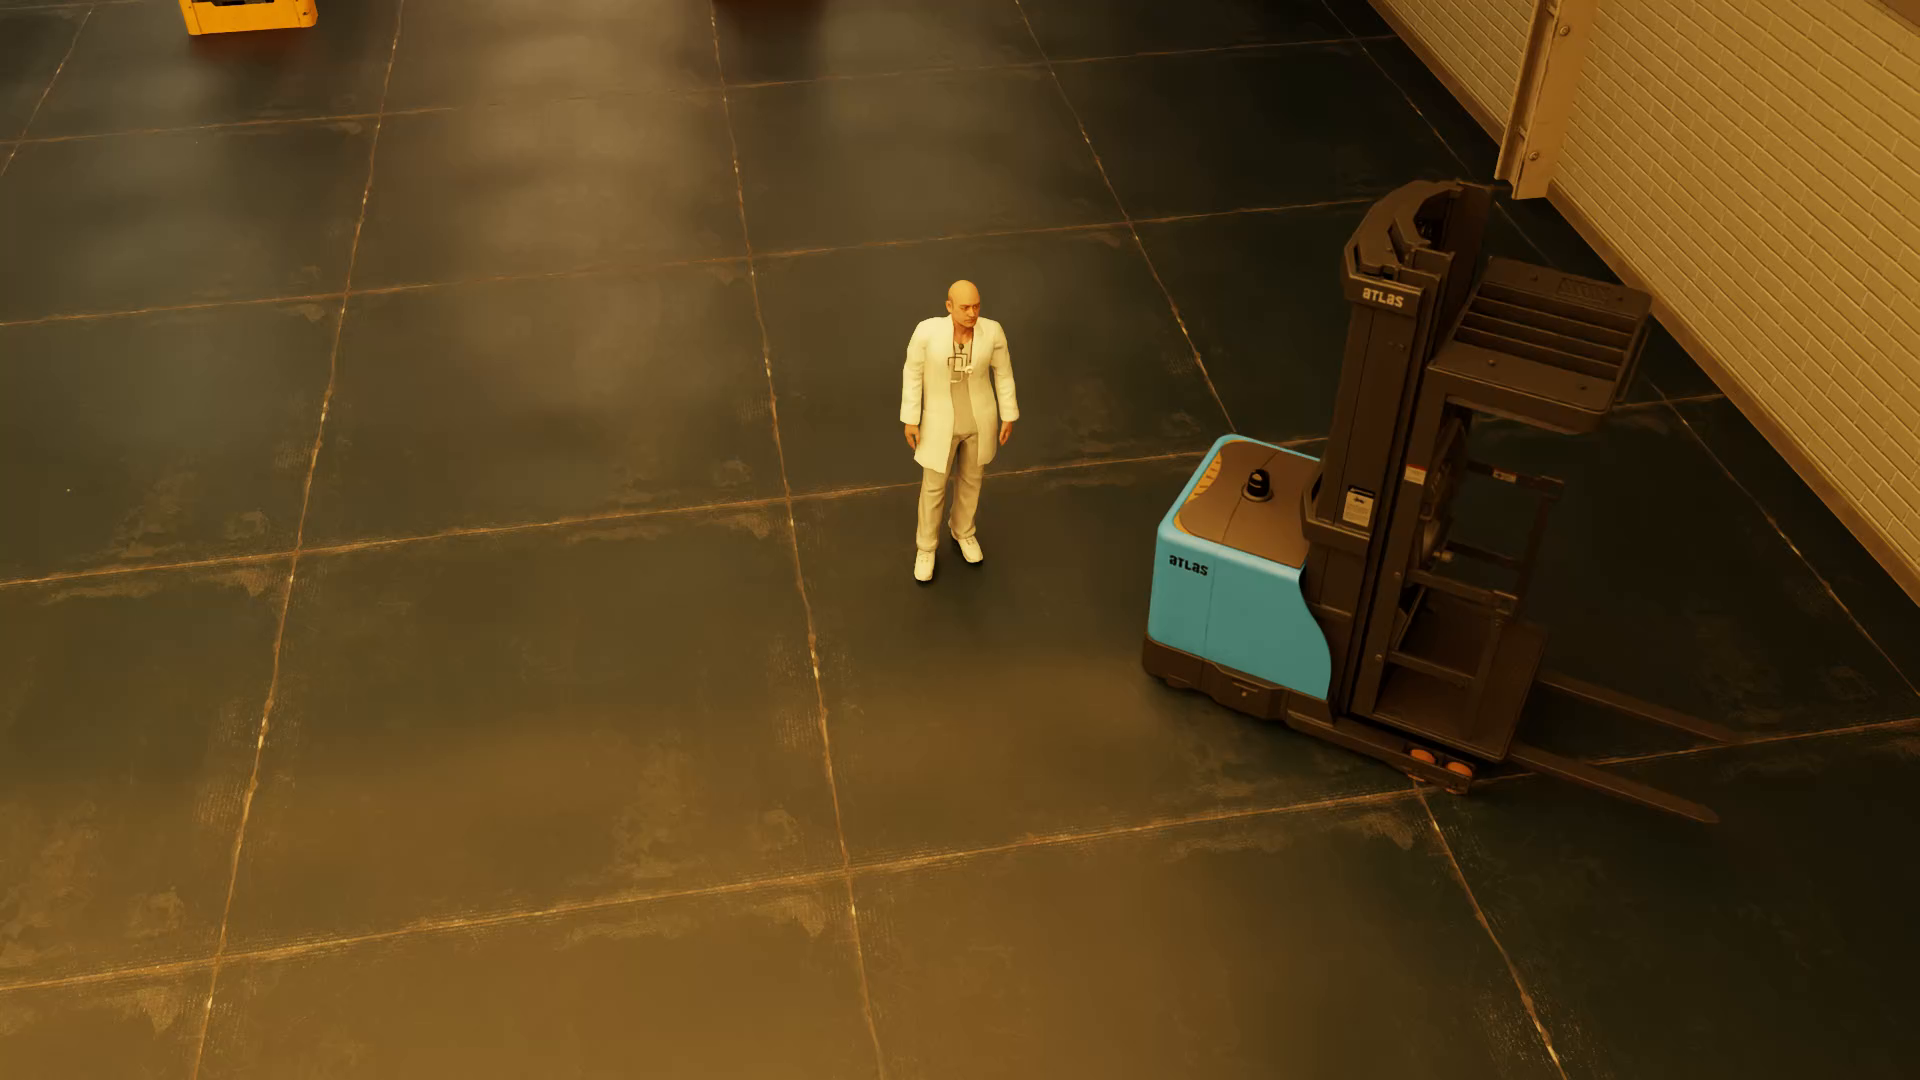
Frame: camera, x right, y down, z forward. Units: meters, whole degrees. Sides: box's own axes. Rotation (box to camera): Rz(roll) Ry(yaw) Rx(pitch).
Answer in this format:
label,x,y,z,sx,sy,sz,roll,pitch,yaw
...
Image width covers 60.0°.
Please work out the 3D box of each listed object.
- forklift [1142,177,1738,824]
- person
label,x,y,z,sx,sy,sz,roll,pitch,yaw
forklift,2.564,-0.191,8.182,3.031,2.935,1.130,19,44,21
person,0.003,-0.657,9.609,0.696,1.778,0.475,-7,41,-8
